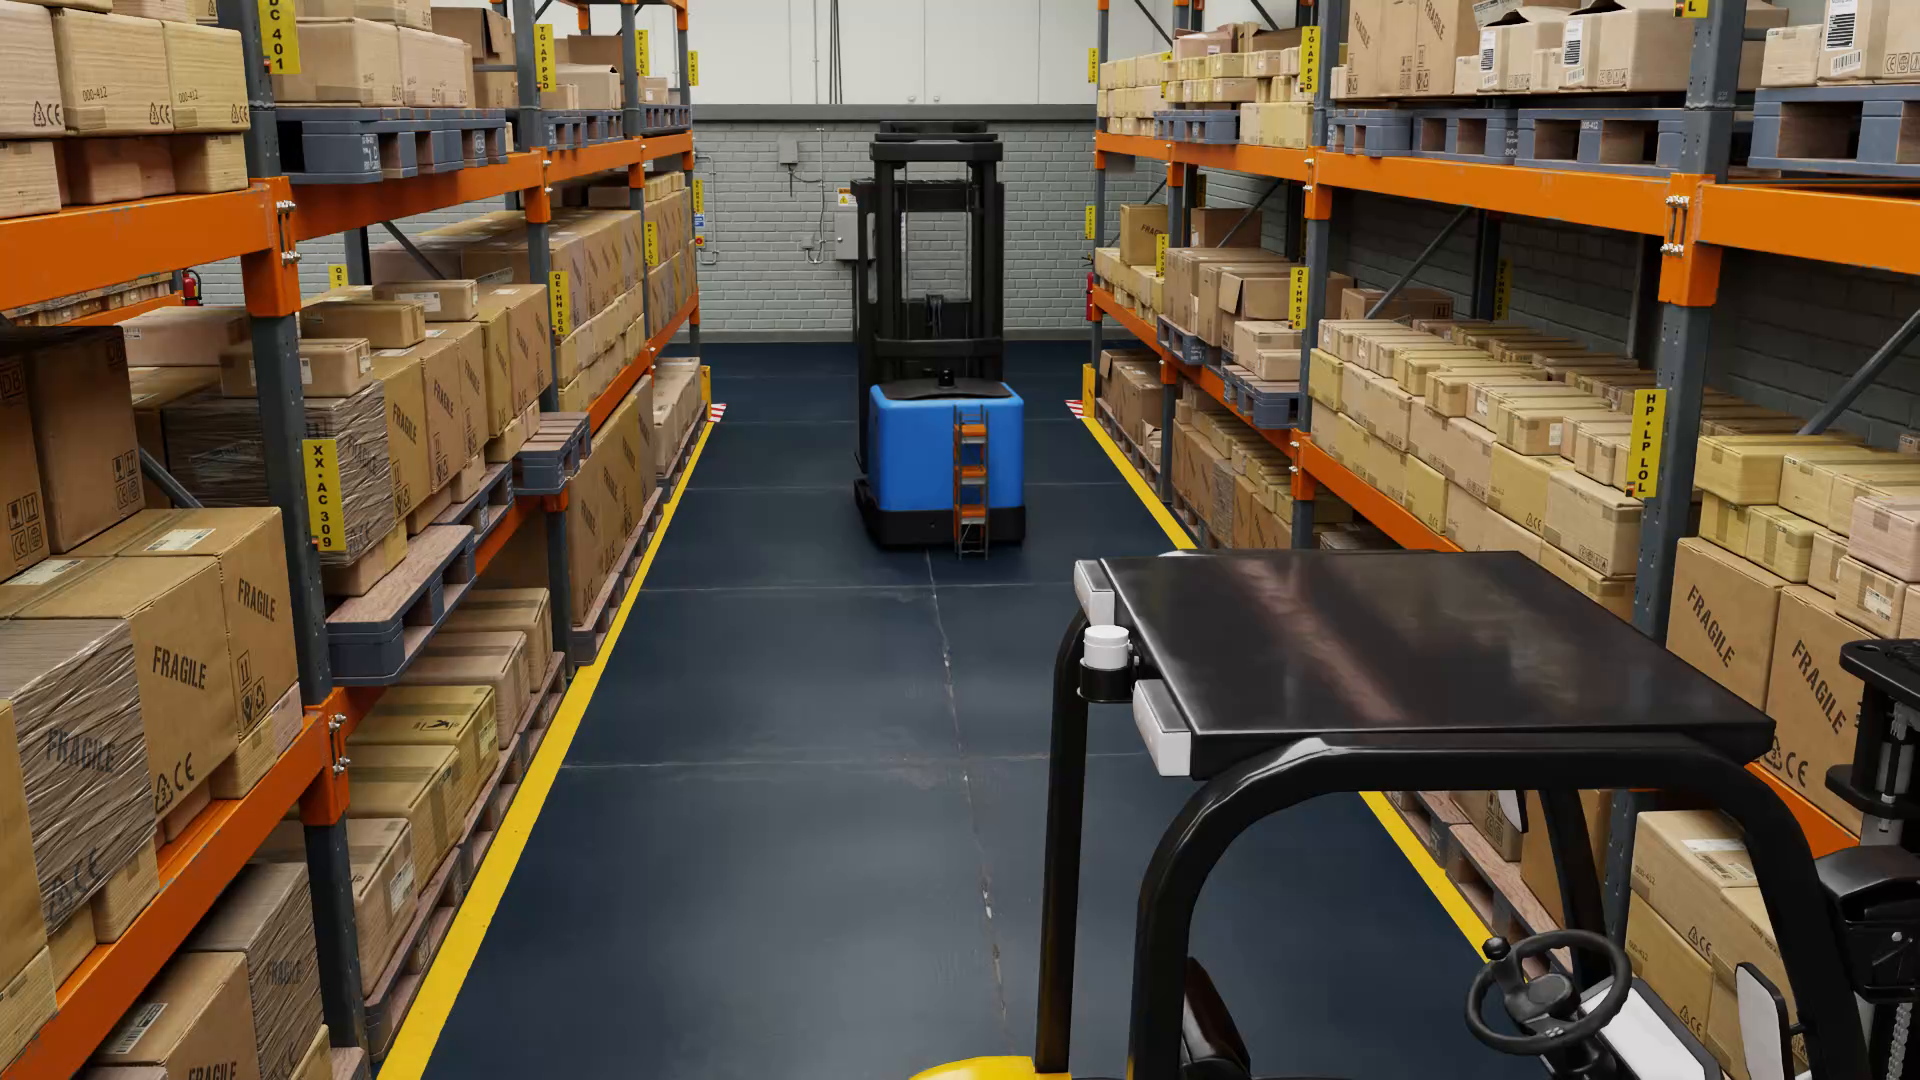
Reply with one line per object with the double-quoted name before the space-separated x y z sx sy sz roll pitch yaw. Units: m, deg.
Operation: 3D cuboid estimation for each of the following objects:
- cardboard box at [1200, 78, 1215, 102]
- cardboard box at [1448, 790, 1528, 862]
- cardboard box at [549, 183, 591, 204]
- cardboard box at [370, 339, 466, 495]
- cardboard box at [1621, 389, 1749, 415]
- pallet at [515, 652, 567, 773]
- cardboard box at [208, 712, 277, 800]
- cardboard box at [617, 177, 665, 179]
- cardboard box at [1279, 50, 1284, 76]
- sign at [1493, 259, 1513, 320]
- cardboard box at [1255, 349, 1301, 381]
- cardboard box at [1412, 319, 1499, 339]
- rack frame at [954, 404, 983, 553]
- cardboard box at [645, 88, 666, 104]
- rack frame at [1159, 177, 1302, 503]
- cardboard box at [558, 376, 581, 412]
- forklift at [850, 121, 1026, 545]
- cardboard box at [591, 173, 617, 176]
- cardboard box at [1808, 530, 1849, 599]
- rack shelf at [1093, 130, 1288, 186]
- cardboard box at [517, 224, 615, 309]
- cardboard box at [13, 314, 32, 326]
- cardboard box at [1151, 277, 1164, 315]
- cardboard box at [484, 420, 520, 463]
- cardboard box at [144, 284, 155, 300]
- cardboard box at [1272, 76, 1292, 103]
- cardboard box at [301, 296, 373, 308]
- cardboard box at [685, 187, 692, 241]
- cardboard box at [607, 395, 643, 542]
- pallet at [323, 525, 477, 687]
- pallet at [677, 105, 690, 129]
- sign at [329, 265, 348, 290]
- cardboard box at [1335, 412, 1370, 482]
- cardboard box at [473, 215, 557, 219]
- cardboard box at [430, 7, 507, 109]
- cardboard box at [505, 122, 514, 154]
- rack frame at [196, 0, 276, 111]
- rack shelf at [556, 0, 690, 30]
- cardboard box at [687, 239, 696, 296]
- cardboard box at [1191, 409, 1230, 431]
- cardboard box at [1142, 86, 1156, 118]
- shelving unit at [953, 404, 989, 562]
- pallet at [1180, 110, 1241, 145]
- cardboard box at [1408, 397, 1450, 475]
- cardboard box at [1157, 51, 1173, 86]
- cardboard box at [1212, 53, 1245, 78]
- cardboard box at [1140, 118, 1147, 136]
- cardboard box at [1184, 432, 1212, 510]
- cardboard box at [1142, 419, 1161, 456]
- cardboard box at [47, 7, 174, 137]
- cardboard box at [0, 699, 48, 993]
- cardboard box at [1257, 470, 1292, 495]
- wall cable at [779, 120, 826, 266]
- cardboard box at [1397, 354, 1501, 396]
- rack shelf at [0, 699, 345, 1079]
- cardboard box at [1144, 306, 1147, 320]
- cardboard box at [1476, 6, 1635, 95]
"cardboard box" 1.786 -2.950 10.912 0.380 0.149 0.250 -1 14 -2
"cardboard box" 2.504 0.849 6.631 0.875 0.625 0.625 -1 14 -4
"cardboard box" -3.112 -2.735 13.128 0.380 0.149 0.250 -1 14 -3
"cardboard box" -2.158 -0.462 6.163 0.500 0.500 0.500 -1 14 -4
"cardboard box" 2.775 -0.484 6.384 0.380 0.149 0.250 -1 14 -3
"pallet" -2.567 0.852 8.290 1.003 0.211 1.213 -1 14 -3
"cardboard box" -2.020 0.561 4.330 0.380 0.149 0.250 -1 14 -2
"cardboard box" -2.756 -3.061 14.393 0.380 0.149 0.250 0 14 -2
"cardboard box" 2.072 -2.764 9.635 0.380 0.149 0.250 -1 14 -4
"sign" 2.894 -1.340 8.891 0.100 0.325 0.005 -1 14 -3
"cardboard box" 1.916 -1.009 9.590 0.380 0.149 0.250 -1 14 -2
"cardboard box" 2.562 -1.055 8.604 0.380 0.149 0.250 0 14 -2
"rack frame" 0.059 -0.421 11.556 0.200 1.050 0.008 -2 15 -8
"cardboard box" -2.886 -4.051 15.193 0.380 0.149 0.250 -2 15 -8
"rack frame" 2.092 -1.765 12.865 1.000 3.000 0.127 -1 14 -3
"cardboard box" -2.393 -0.745 9.205 0.500 0.250 0.500 -1 14 -4
"forklift" -0.251 -1.705 12.772 1.130 2.935 3.031 -2 15 -8
"cardboard box" -3.375 -3.306 15.346 0.380 0.149 0.250 0 14 -2
"cardboard box" 2.407 0.074 4.215 0.380 0.149 0.250 -1 14 -4
"rack shelf" 1.968 -3.366 14.515 1.077 0.370 4.000 -1 14 -3
"cardboard box" -2.485 -1.729 10.520 0.500 0.500 0.500 -1 14 -3
"cardboard box" -7.657 -1.736 13.257 0.380 0.149 0.250 -2 15 -6
"cardboard box" 1.817 -1.959 13.325 0.500 0.250 0.500 -1 14 -2
"cardboard box" -2.171 -0.438 7.369 0.380 0.149 0.250 -1 14 -2
"cardboard box" -7.764 -2.320 15.526 0.380 0.149 0.250 -1 14 -4
"cardboard box" 2.031 -2.619 9.667 0.380 0.149 0.250 -1 14 -3
"cardboard box" -2.778 -0.843 7.644 0.500 0.500 0.500 0 14 -1
"cardboard box" -2.842 -3.098 15.842 0.500 0.500 0.500 0 14 -2
"cardboard box" -2.680 -0.484 11.309 0.875 0.875 0.875 0 14 -2
"pallet" -2.268 0.203 5.603 1.003 0.211 1.213 -1 14 -3
"pallet" -3.053 -3.907 15.351 1.003 0.211 1.213 -1 14 -3
"sign" -3.168 -1.244 8.517 0.100 0.325 0.005 -1 14 -3
"cardboard box" 2.150 -0.458 8.088 0.500 0.250 0.500 -1 14 -5
"cardboard box" -3.062 -1.980 11.494 0.500 0.500 0.500 -1 14 -4
"cardboard box" -2.788 -2.490 8.614 0.797 0.503 0.637 -2 15 -7
"cardboard box" -2.385 -1.948 8.063 0.380 0.149 0.250 -1 14 -3
"rack frame" -2.366 -2.603 4.084 1.000 3.000 0.127 -1 14 -3
"rack shelf" -2.986 -4.548 13.889 1.077 0.370 4.000 -1 14 -3
"cardboard box" -2.816 -2.615 15.968 0.500 0.500 0.500 -1 14 -3
"cardboard box" 1.943 -0.911 12.418 0.380 0.149 0.250 -1 14 -5
"cardboard box" 1.770 -3.534 13.426 0.500 0.250 0.500 -1 14 -5
"shelving unit" 0.076 -0.391 11.439 0.215 1.050 0.252 -2 15 -8
"pallet" 2.130 -2.705 10.878 1.213 0.211 1.003 -1 14 -3
"cardboard box" 2.225 -0.444 7.029 0.500 0.250 0.500 -1 14 -3
"cardboard box" 1.821 -3.653 12.884 0.500 0.250 0.500 -1 14 -3
"cardboard box" 1.827 -3.028 10.621 0.380 0.149 0.250 -1 14 -3
"cardboard box" 1.735 -3.499 14.091 0.380 0.149 0.250 -1 14 -3
"cardboard box" 1.940 -0.502 12.129 0.500 0.500 0.500 -1 14 -4
"cardboard box" 1.742 -0.867 14.020 0.396 0.266 0.258 0 14 -1
"cardboard box" -2.038 -0.990 3.540 0.500 0.250 0.500 -1 14 -4
"cardboard box" -1.979 0.601 2.874 0.500 0.500 0.500 -1 14 -5
"cardboard box" 2.036 -0.329 10.159 0.380 0.149 0.250 -1 14 -5
"wall cable" -2.067 -4.601 21.849 0.588 1.984 0.122 -1 14 -3
"cardboard box" 2.156 -0.728 7.333 0.380 0.149 0.250 -1 14 -2
"rack shelf" -2.242 1.148 2.988 1.077 0.370 4.000 -1 14 -3
"cardboard box" 1.753 -1.913 13.945 0.380 0.149 0.250 -1 14 -2
"cardboard box" 2.252 -1.804 6.132 0.500 0.311 0.500 -1 14 -5
